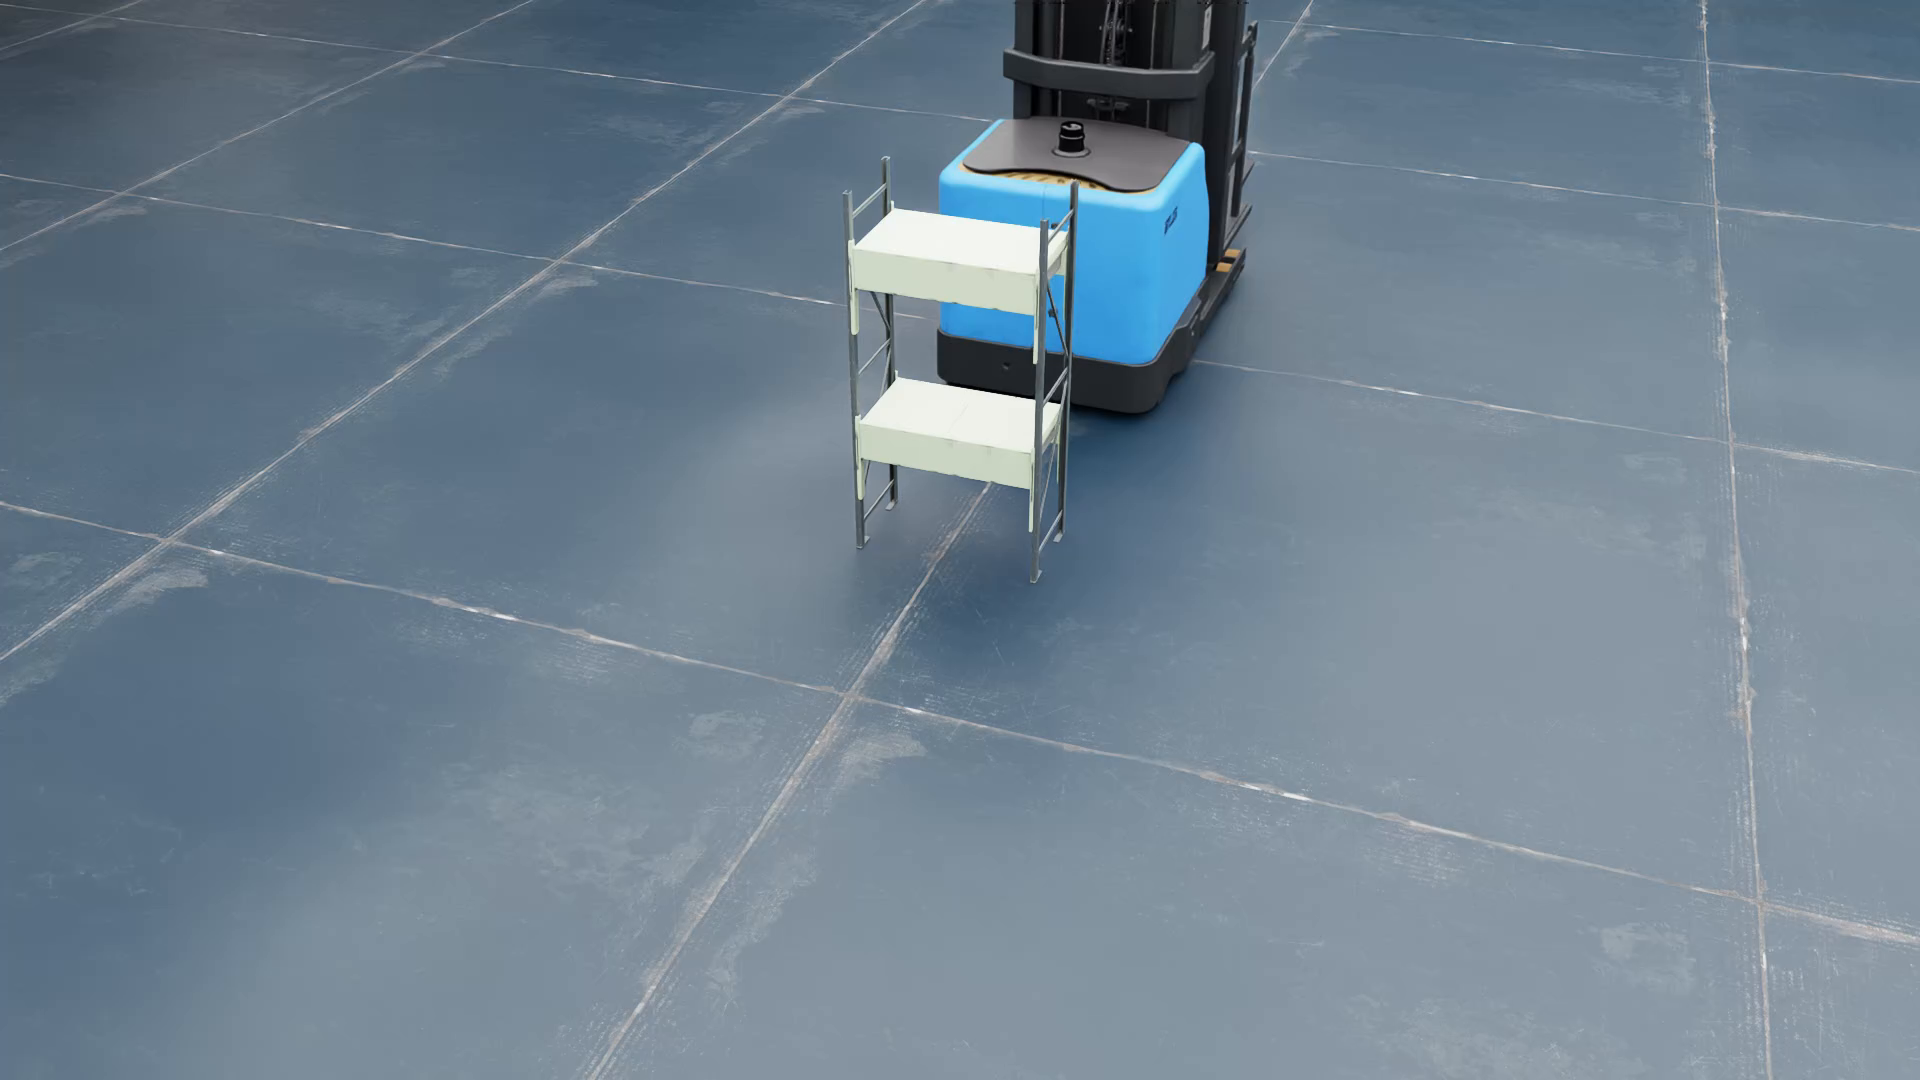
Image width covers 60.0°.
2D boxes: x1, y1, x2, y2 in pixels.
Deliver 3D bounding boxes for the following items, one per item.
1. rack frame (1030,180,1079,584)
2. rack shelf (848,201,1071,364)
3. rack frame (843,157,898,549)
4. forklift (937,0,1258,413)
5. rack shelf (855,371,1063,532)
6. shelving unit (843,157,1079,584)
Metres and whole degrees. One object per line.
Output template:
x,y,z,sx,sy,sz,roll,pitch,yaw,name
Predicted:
0.351,-0.562,6.238,0.023,1.500,0.400,11,34,16,rack frame
0.006,-0.957,6.130,0.720,0.370,0.431,11,34,16,rack shelf
-0.338,-0.696,6.445,0.023,1.500,0.400,11,34,16,rack frame
0.888,-2.594,8.065,1.130,2.935,3.031,12,35,17,forklift
0.006,-0.355,6.518,0.720,0.370,0.431,11,34,16,rack shelf
0.006,-0.629,6.341,0.755,1.500,0.431,11,34,16,shelving unit
